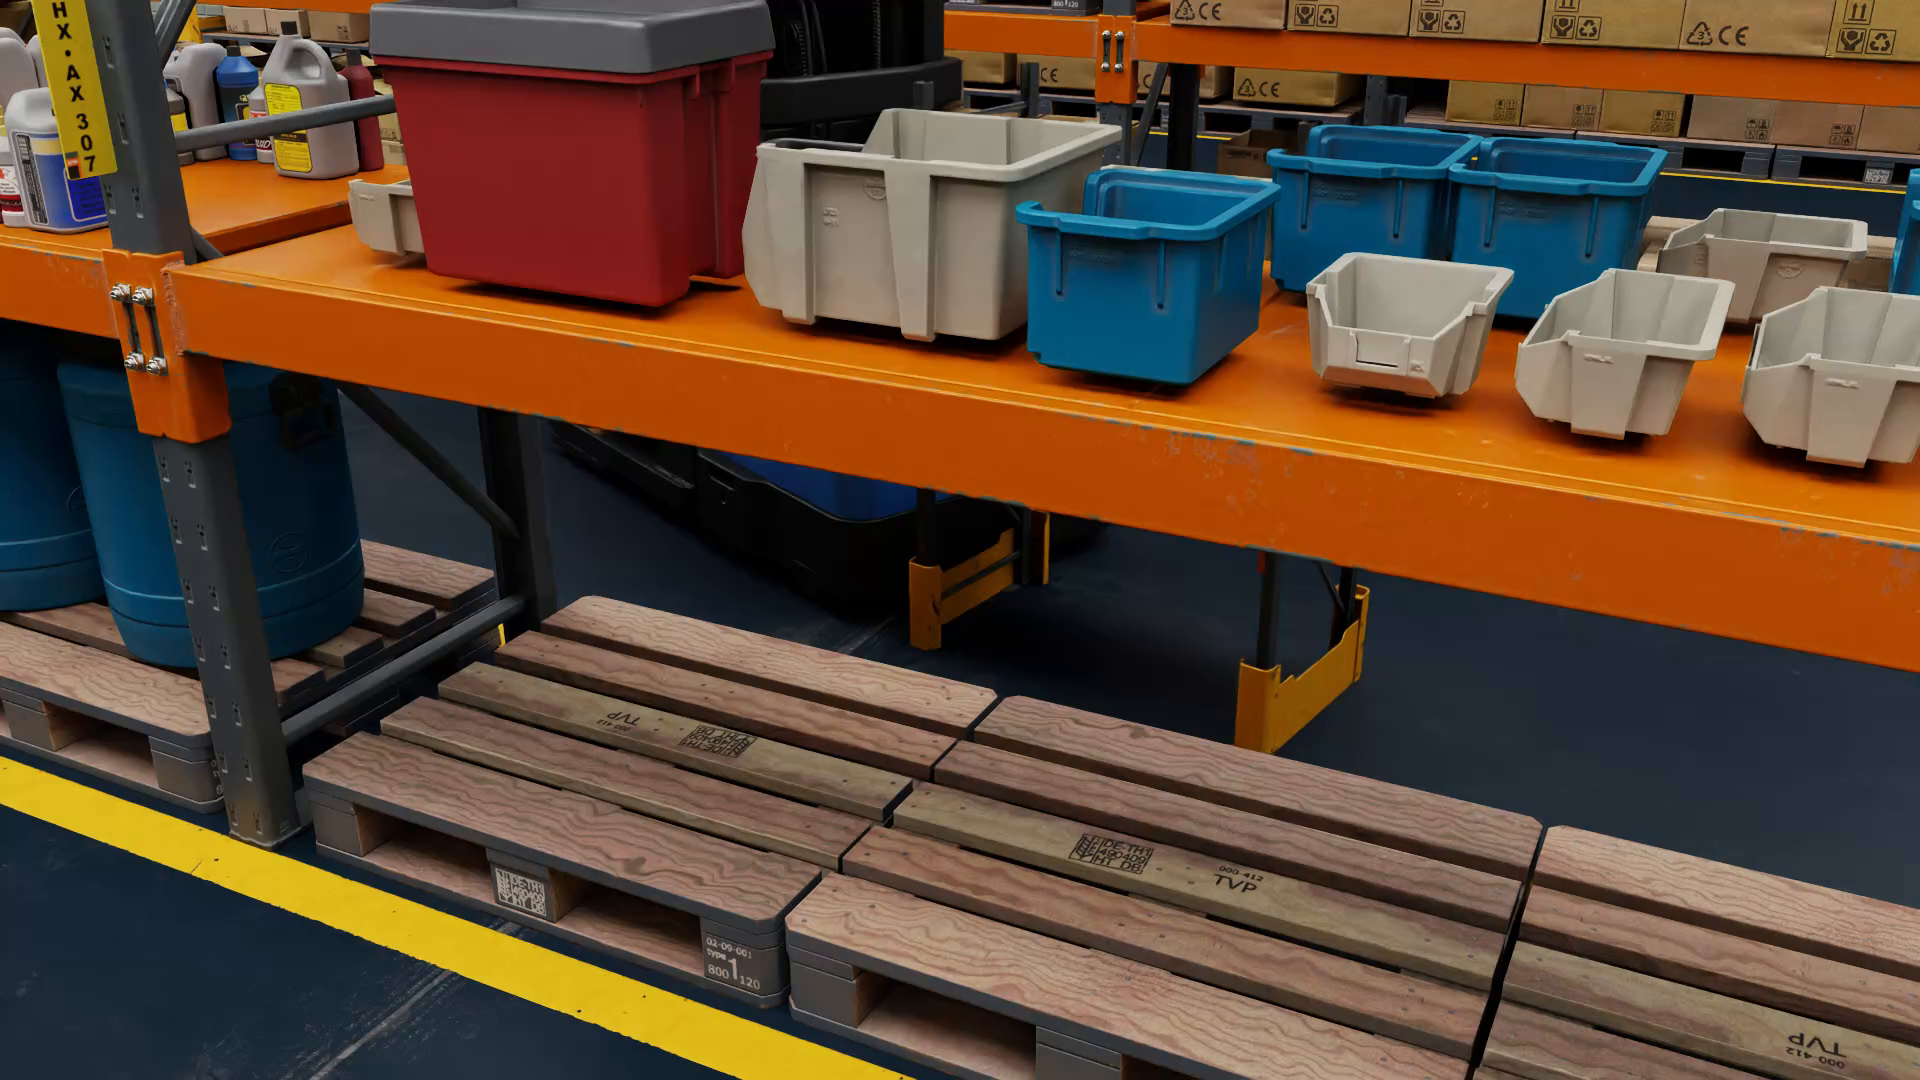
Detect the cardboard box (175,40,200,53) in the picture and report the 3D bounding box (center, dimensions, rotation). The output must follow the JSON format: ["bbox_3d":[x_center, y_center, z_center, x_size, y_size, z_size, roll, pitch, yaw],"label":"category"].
[{"bbox_3d":[-5.282,-3.148,11.080,0.500,0.311,0.500,12,26,26],"label":"cardboard box"}]

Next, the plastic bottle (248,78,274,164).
[{"bbox_3d":[-1.703,-1.041,4.119,0.097,0.201,0.097,0,23,0],"label":"plastic bottle"}]

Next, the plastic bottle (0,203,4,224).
[{"bbox_3d":[-2.063,-0.809,3.469,0.133,0.283,0.061,11,25,25],"label":"plastic bottle"}]

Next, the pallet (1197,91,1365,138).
[{"bbox_3d":[2.409,-3.168,12.430,1.213,0.211,1.003,11,25,25],"label":"pallet"}]

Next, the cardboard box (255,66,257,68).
[{"bbox_3d":[-4.611,-2.778,10.210,0.500,0.311,0.500,12,26,26],"label":"cardboard box"}]

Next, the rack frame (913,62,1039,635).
[{"bbox_3d":[0.047,-0.488,4.482,0.032,1.500,0.500,16,28,33],"label":"rack frame"}]

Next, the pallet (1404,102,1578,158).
[{"bbox_3d":[3.775,-2.897,11.791,1.213,0.211,1.003,11,25,25],"label":"pallet"}]

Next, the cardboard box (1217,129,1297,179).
[{"bbox_3d":[1.536,-1.661,7.955,0.500,0.500,0.500,11,25,25],"label":"cardboard box"}]

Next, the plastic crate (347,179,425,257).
[{"bbox_3d":[-0.988,-0.655,3.219,0.243,0.136,0.396,11,25,25],"label":"plastic crate"}]

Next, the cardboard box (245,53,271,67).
[{"bbox_3d":[-4.391,-2.969,10.659,0.500,0.311,0.500,11,25,24],"label":"cardboard box"}]

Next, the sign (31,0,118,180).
[{"bbox_3d":[-1.588,-0.817,2.984,0.005,0.325,0.100,11,25,25],"label":"sign"}]

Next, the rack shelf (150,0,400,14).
[{"bbox_3d":[-4.455,-3.339,10.188,4.000,0.370,1.077,11,25,25],"label":"rack shelf"}]

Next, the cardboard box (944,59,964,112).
[{"bbox_3d":[-0.314,-2.355,8.628,0.500,0.250,0.500,11,26,25],"label":"cardboard box"}]

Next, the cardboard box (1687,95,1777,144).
[{"bbox_3d":[5.136,-2.944,10.996,0.500,0.500,0.700,10,25,23],"label":"cardboard box"}]

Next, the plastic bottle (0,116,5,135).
[{"bbox_3d":[-2.043,-0.802,3.558,0.097,0.201,0.097,0,23,0],"label":"plastic bottle"}]

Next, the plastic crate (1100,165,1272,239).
[{"bbox_3d":[0.351,-0.585,3.053,0.466,0.136,0.293,11,25,25],"label":"plastic crate"}]

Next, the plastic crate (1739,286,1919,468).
[{"bbox_3d":[1.170,-0.218,2.191,0.243,0.136,0.396,11,25,25],"label":"plastic crate"}]

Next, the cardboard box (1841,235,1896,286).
[{"bbox_3d":[3.666,-1.125,7.013,0.500,0.250,0.500,11,25,25],"label":"cardboard box"}]

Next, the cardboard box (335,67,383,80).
[{"bbox_3d":[-3.715,-2.599,9.789,0.500,0.311,0.500,11,25,24],"label":"cardboard box"}]

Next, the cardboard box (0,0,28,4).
[{"bbox_3d":[-6.962,-3.573,11.837,0.500,0.500,0.500,11,25,25],"label":"cardboard box"}]

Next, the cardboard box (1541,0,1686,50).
[{"bbox_3d":[2.590,-2.204,6.471,0.500,0.500,0.500,11,25,24],"label":"cardboard box"}]

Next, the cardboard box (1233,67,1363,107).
[{"bbox_3d":[2.493,-3.615,12.127,0.750,0.750,0.750,12,26,25],"label":"cardboard box"}]

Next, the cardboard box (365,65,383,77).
[{"bbox_3d":[-3.477,-2.788,10.233,0.500,0.311,0.500,11,25,23],"label":"cardboard box"}]

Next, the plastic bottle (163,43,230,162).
[{"bbox_3d":[-1.906,-1.104,4.171,0.135,0.276,0.152,11,25,25],"label":"plastic bottle"}]

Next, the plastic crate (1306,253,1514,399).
[{"bbox_3d":[0.638,-0.305,2.394,0.250,0.136,0.298,11,25,25],"label":"plastic crate"}]

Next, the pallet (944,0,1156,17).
[{"bbox_3d":[0.236,-2.701,8.015,1.213,0.211,1.003,11,25,25],"label":"pallet"}]

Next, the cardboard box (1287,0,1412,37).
[{"bbox_3d":[1.690,-2.382,6.891,0.500,0.500,0.500,12,26,25],"label":"cardboard box"}]

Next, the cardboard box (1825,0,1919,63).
[{"bbox_3d":[3.482,-2.025,6.050,0.500,0.500,0.500,11,26,25],"label":"cardboard box"}]

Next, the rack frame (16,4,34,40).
[{"bbox_3d":[-6.240,-4.023,10.878,0.127,3.000,1.000,11,25,25],"label":"rack frame"}]

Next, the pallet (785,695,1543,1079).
[{"bbox_3d":[0.428,0.733,3.256,1.213,0.211,1.003,11,25,25],"label":"pallet"}]

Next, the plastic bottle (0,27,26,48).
[{"bbox_3d":[-2.613,-1.243,4.500,0.135,0.276,0.152,11,25,25],"label":"plastic bottle"}]

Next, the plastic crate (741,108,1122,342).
[{"bbox_3d":[-0.059,-0.520,2.716,0.530,0.282,0.437,11,25,25],"label":"plastic crate"}]

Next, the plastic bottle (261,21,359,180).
[{"bbox_3d":[-1.542,-1.041,3.928,0.185,0.351,0.144,11,25,25],"label":"plastic bottle"}]

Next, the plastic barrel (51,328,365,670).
[{"bbox_3d":[-1.816,-0.211,4.058,0.708,0.901,0.600,11,25,25],"label":"plastic barrel"}]

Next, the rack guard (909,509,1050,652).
[{"bbox_3d":[0.063,0.091,4.716,0.087,0.250,0.587,16,28,33],"label":"rack guard"}]

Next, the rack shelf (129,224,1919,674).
[{"bbox_3d":[0.446,-0.197,2.800,4.000,0.370,1.077,11,25,25],"label":"rack shelf"}]

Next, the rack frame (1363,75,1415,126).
[{"bbox_3d":[3.132,-4.341,11.626,0.127,3.000,1.000,11,25,25],"label":"rack frame"}]

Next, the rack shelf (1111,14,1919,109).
[{"bbox_3d":[2.685,-1.926,6.866,4.000,0.370,1.077,11,25,25],"label":"rack shelf"}]

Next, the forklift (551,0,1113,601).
[{"bbox_3d":[-0.805,-1.688,5.475,1.130,2.935,3.031,-17,28,-34],"label":"forklift"}]

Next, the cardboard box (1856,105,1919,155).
[{"bbox_3d":[6.031,-2.767,10.580,0.500,0.500,0.700,11,25,25],"label":"cardboard box"}]

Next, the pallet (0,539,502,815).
[{"bbox_3d":[-2.008,0.251,4.390,1.213,0.211,1.003,11,25,25],"label":"pallet"}]

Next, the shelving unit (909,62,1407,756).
[{"bbox_3d":[0.462,-0.367,4.198,1.083,1.500,0.587,16,28,33],"label":"shelving unit"}]

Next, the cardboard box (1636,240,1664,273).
[{"bbox_3d":[3.039,-1.030,6.790,0.500,0.250,0.500,11,25,25],"label":"cardboard box"}]

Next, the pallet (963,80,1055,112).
[{"bbox_3d":[0.232,-3.599,13.443,1.213,0.211,1.003,11,25,25],"label":"pallet"}]

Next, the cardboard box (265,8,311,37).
[{"bbox_3d":[-6.492,-5.171,16.450,0.500,0.311,0.500,14,27,29],"label":"cardboard box"}]

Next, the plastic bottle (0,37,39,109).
[{"bbox_3d":[-2.475,-1.149,4.278,0.135,0.276,0.152,11,25,25],"label":"plastic bottle"}]

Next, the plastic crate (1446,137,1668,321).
[{"bbox_3d":[0.984,-0.517,2.769,0.300,0.233,0.416,11,25,25],"label":"plastic crate"}]

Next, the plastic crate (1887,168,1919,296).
[{"bbox_3d":[1.572,-0.400,2.496,0.300,0.233,0.416,11,25,25],"label":"plastic crate"}]

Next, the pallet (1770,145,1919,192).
[{"bbox_3d":[5.952,-2.466,10.778,1.213,0.211,1.003,11,25,25],"label":"pallet"}]

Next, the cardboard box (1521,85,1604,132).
[{"bbox_3d":[4.200,-3.127,11.427,0.500,0.500,0.700,11,25,24],"label":"cardboard box"}]

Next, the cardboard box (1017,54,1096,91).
[{"bbox_3d":[0.938,-3.919,12.843,0.750,0.750,0.750,11,25,24],"label":"cardboard box"}]

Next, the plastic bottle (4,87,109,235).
[{"bbox_3d":[-1.836,-0.781,3.412,0.135,0.276,0.152,11,25,25],"label":"plastic bottle"}]

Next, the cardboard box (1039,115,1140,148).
[{"bbox_3d":[0.578,-1.833,8.360,0.500,0.500,0.500,10,25,22],"label":"cardboard box"}]
